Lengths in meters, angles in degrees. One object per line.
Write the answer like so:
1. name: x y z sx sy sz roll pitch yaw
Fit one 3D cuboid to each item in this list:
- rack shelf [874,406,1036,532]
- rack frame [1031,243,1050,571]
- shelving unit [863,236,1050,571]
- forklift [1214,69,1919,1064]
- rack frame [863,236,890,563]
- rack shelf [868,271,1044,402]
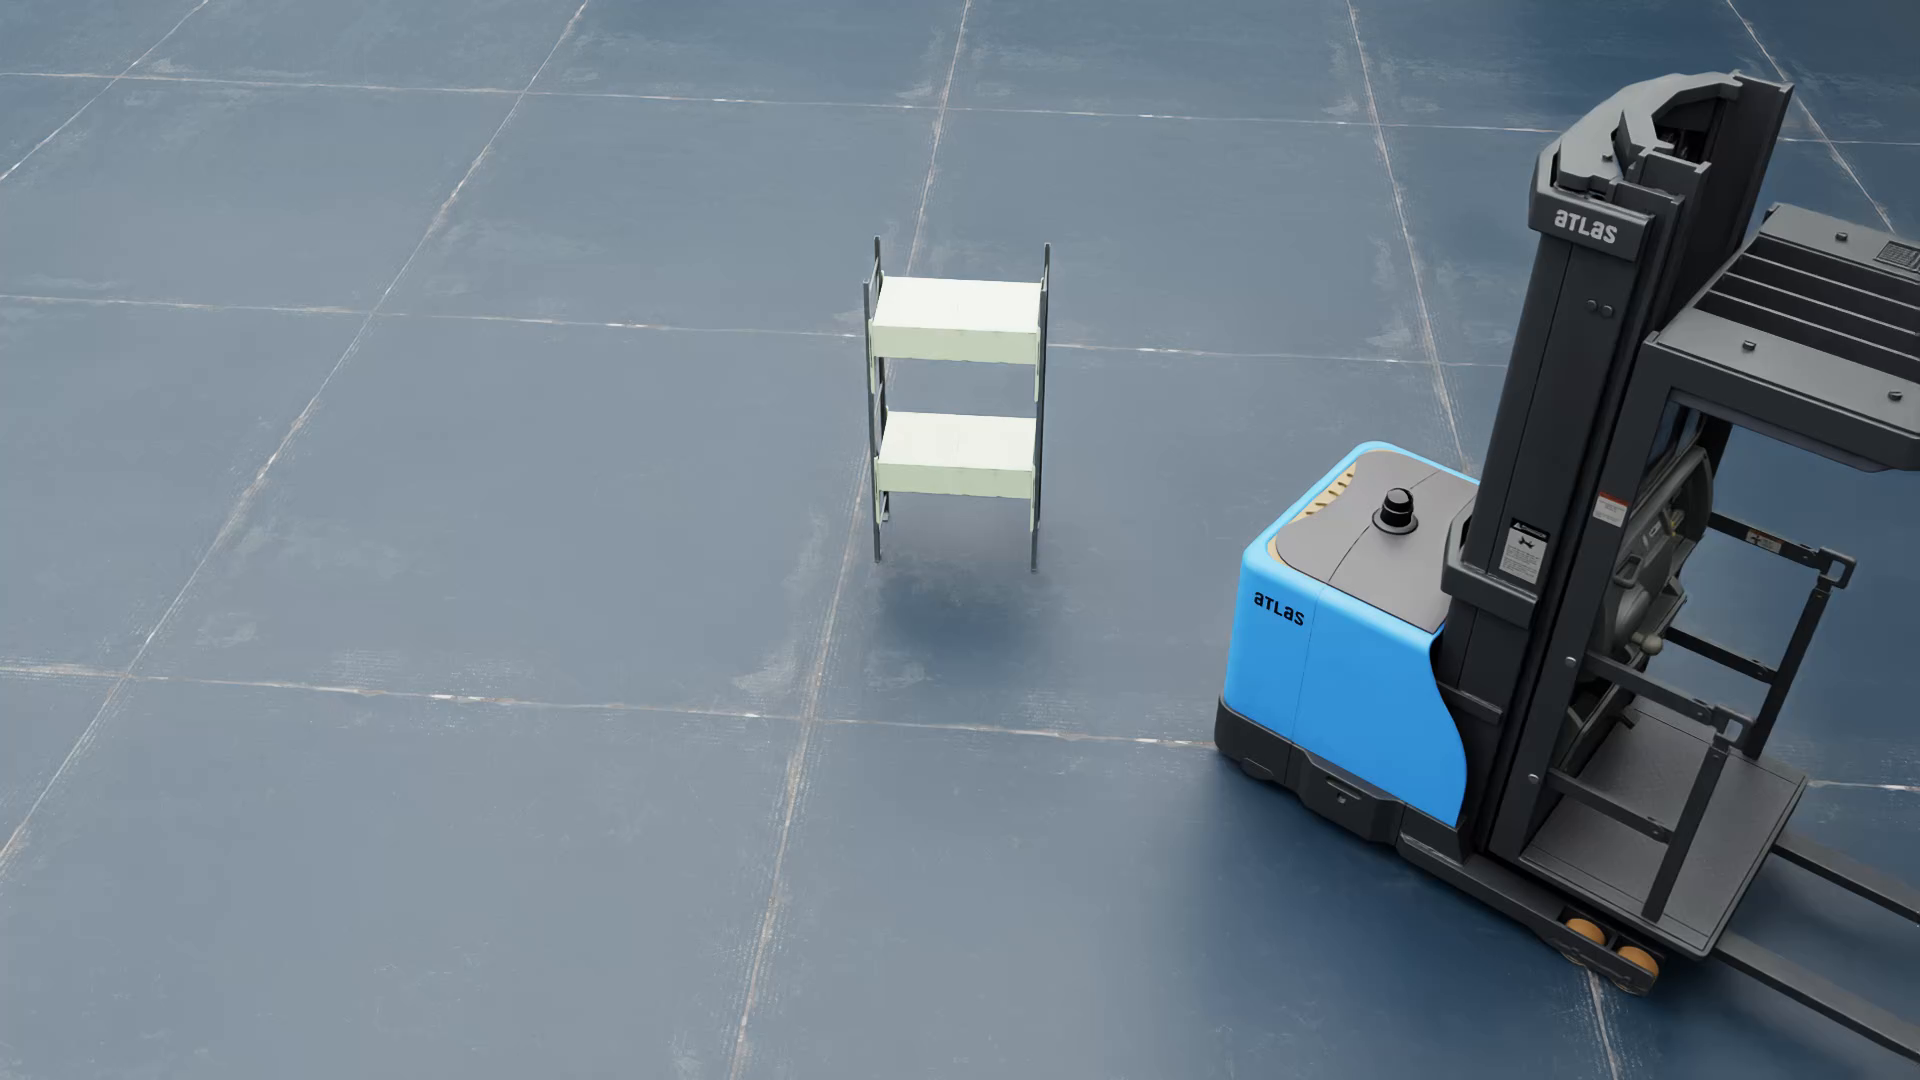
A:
1. rack shelf: -0.007 -0.329 7.653 0.720 0.370 0.431 3 39 4
2. rack frame: 0.358 -0.562 7.423 0.023 1.500 0.400 3 39 4
3. shelving unit: -0.007 -0.582 7.447 0.755 1.500 0.431 3 39 4
4. forklift: 2.497 0.098 5.478 3.031 2.935 1.130 28 47 30
5. rack frame: -0.371 -0.602 7.472 0.023 1.500 0.400 3 39 4
6. rack shelf: -0.007 -0.885 7.201 0.720 0.370 0.431 3 39 4
